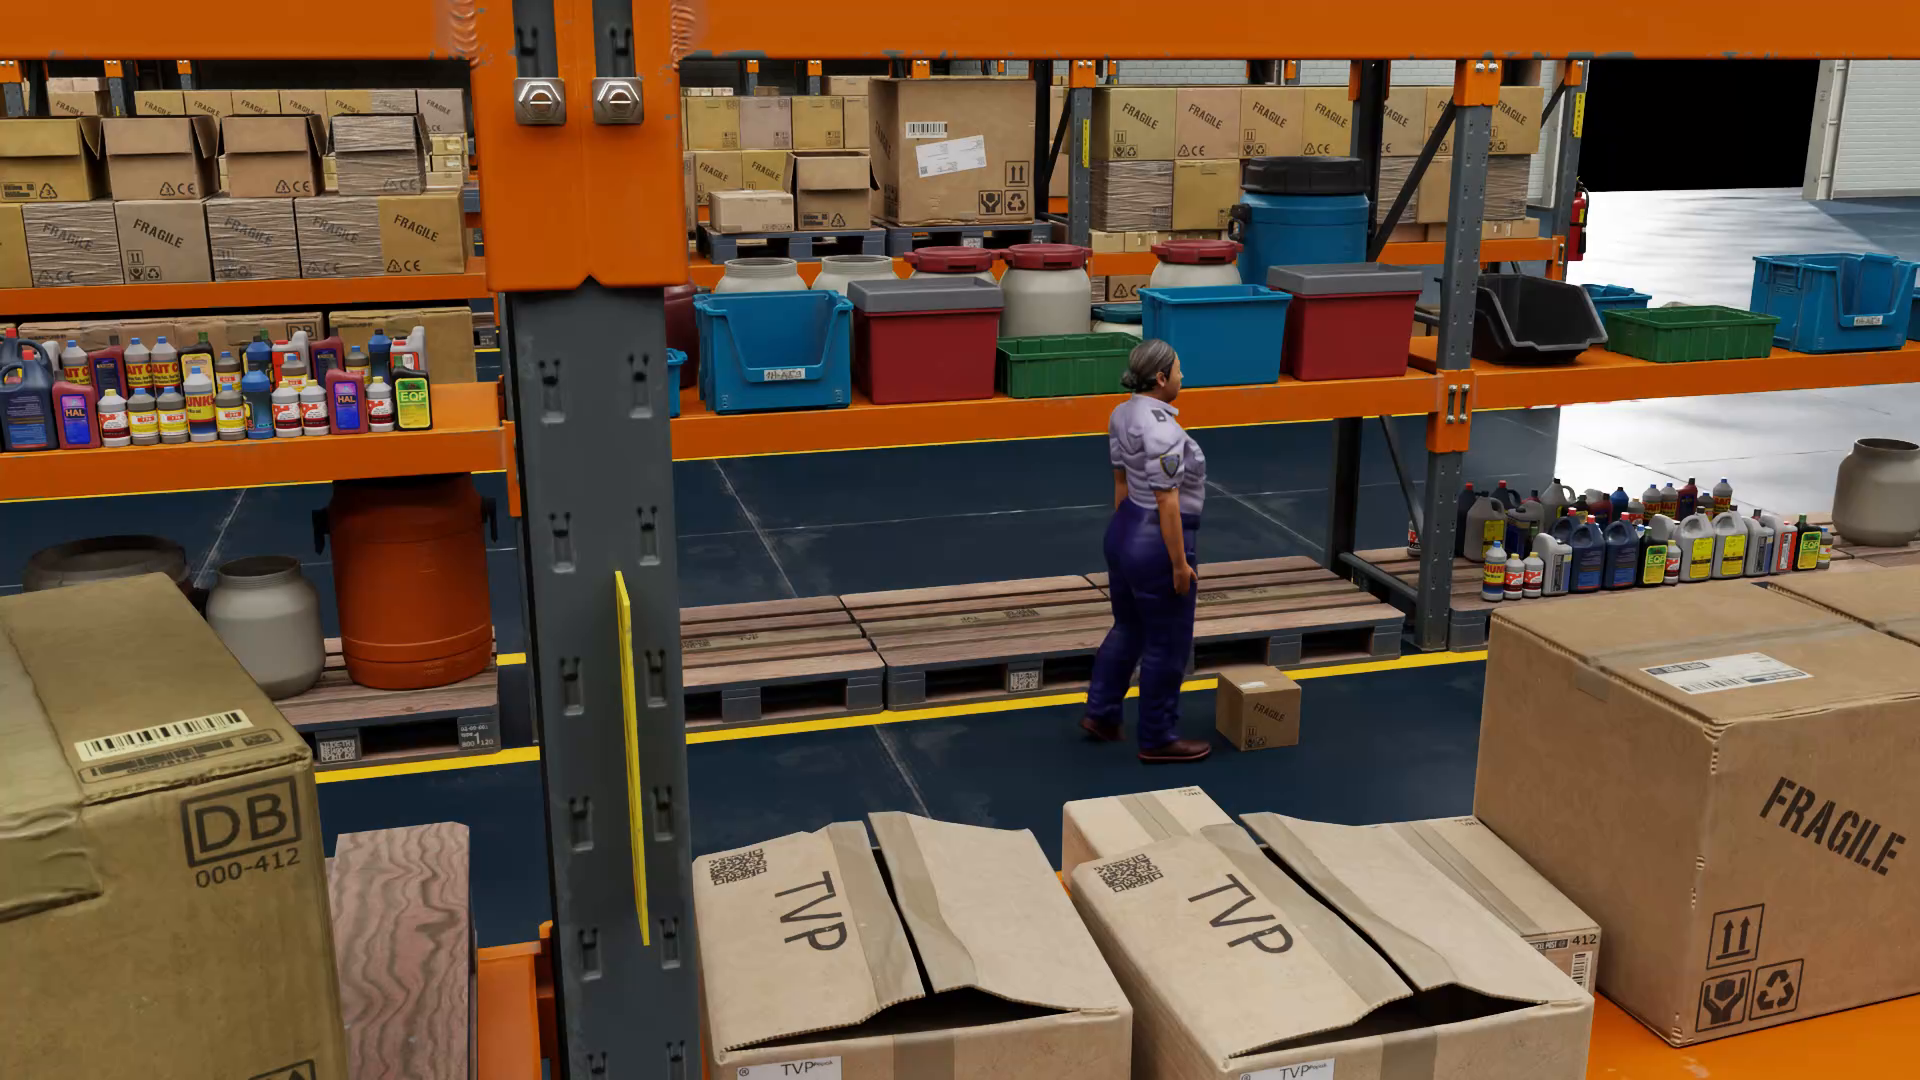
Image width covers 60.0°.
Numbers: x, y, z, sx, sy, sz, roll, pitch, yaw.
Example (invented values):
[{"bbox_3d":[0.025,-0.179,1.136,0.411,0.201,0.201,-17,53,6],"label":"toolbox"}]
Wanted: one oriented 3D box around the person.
[{"bbox_3d":[0.749,0.072,6.412,0.441,1.707,0.479,-4,17,-15],"label":"person"}]
